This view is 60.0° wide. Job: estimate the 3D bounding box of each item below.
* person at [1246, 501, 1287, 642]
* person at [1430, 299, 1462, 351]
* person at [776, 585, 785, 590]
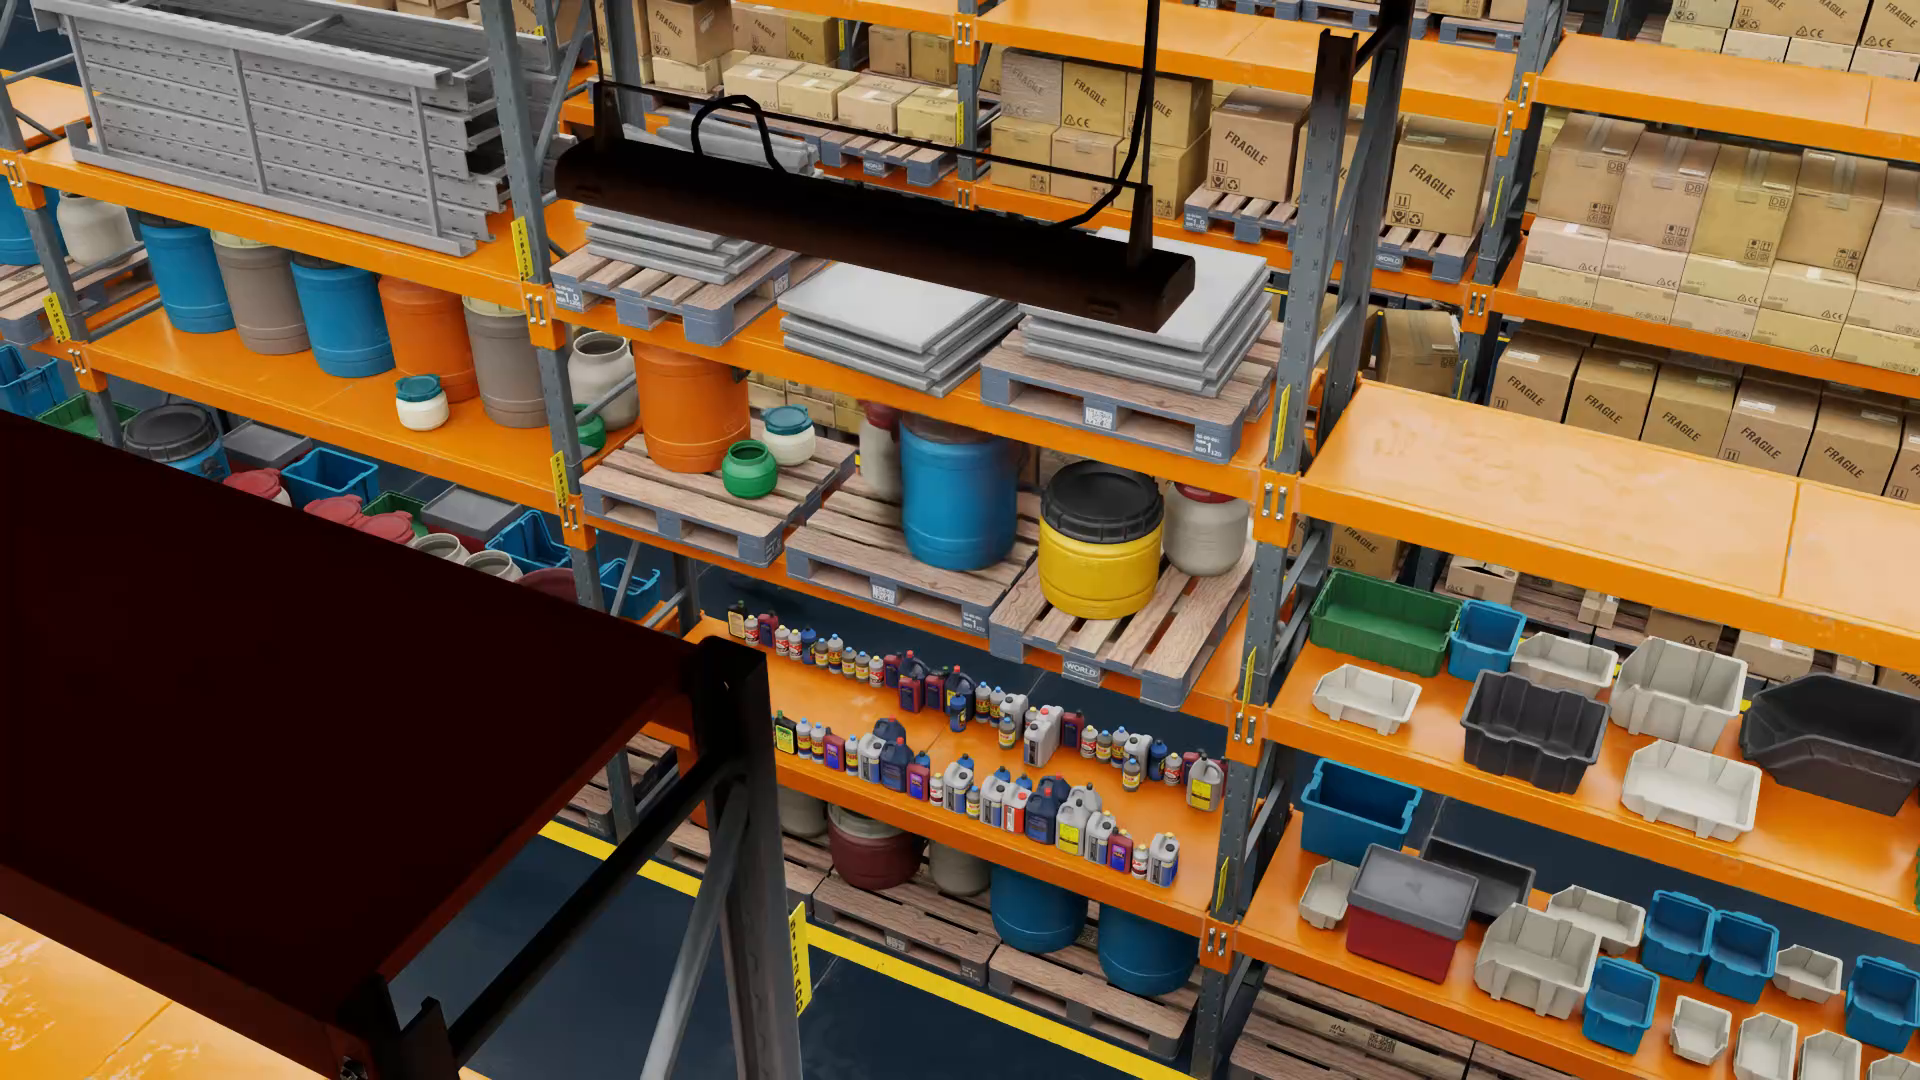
[{"bbox_3d":[2.030,0.153,11.981,1.019,1.437,0.411,10,36,14],"label":"person"},{"bbox_3d":[4.259,-1.411,14.484,0.542,1.641,0.578,12,37,17],"label":"person"},{"bbox_3d":[-1.616,-0.376,12.726,0.831,1.654,0.622,6,35,8],"label":"person"}]
